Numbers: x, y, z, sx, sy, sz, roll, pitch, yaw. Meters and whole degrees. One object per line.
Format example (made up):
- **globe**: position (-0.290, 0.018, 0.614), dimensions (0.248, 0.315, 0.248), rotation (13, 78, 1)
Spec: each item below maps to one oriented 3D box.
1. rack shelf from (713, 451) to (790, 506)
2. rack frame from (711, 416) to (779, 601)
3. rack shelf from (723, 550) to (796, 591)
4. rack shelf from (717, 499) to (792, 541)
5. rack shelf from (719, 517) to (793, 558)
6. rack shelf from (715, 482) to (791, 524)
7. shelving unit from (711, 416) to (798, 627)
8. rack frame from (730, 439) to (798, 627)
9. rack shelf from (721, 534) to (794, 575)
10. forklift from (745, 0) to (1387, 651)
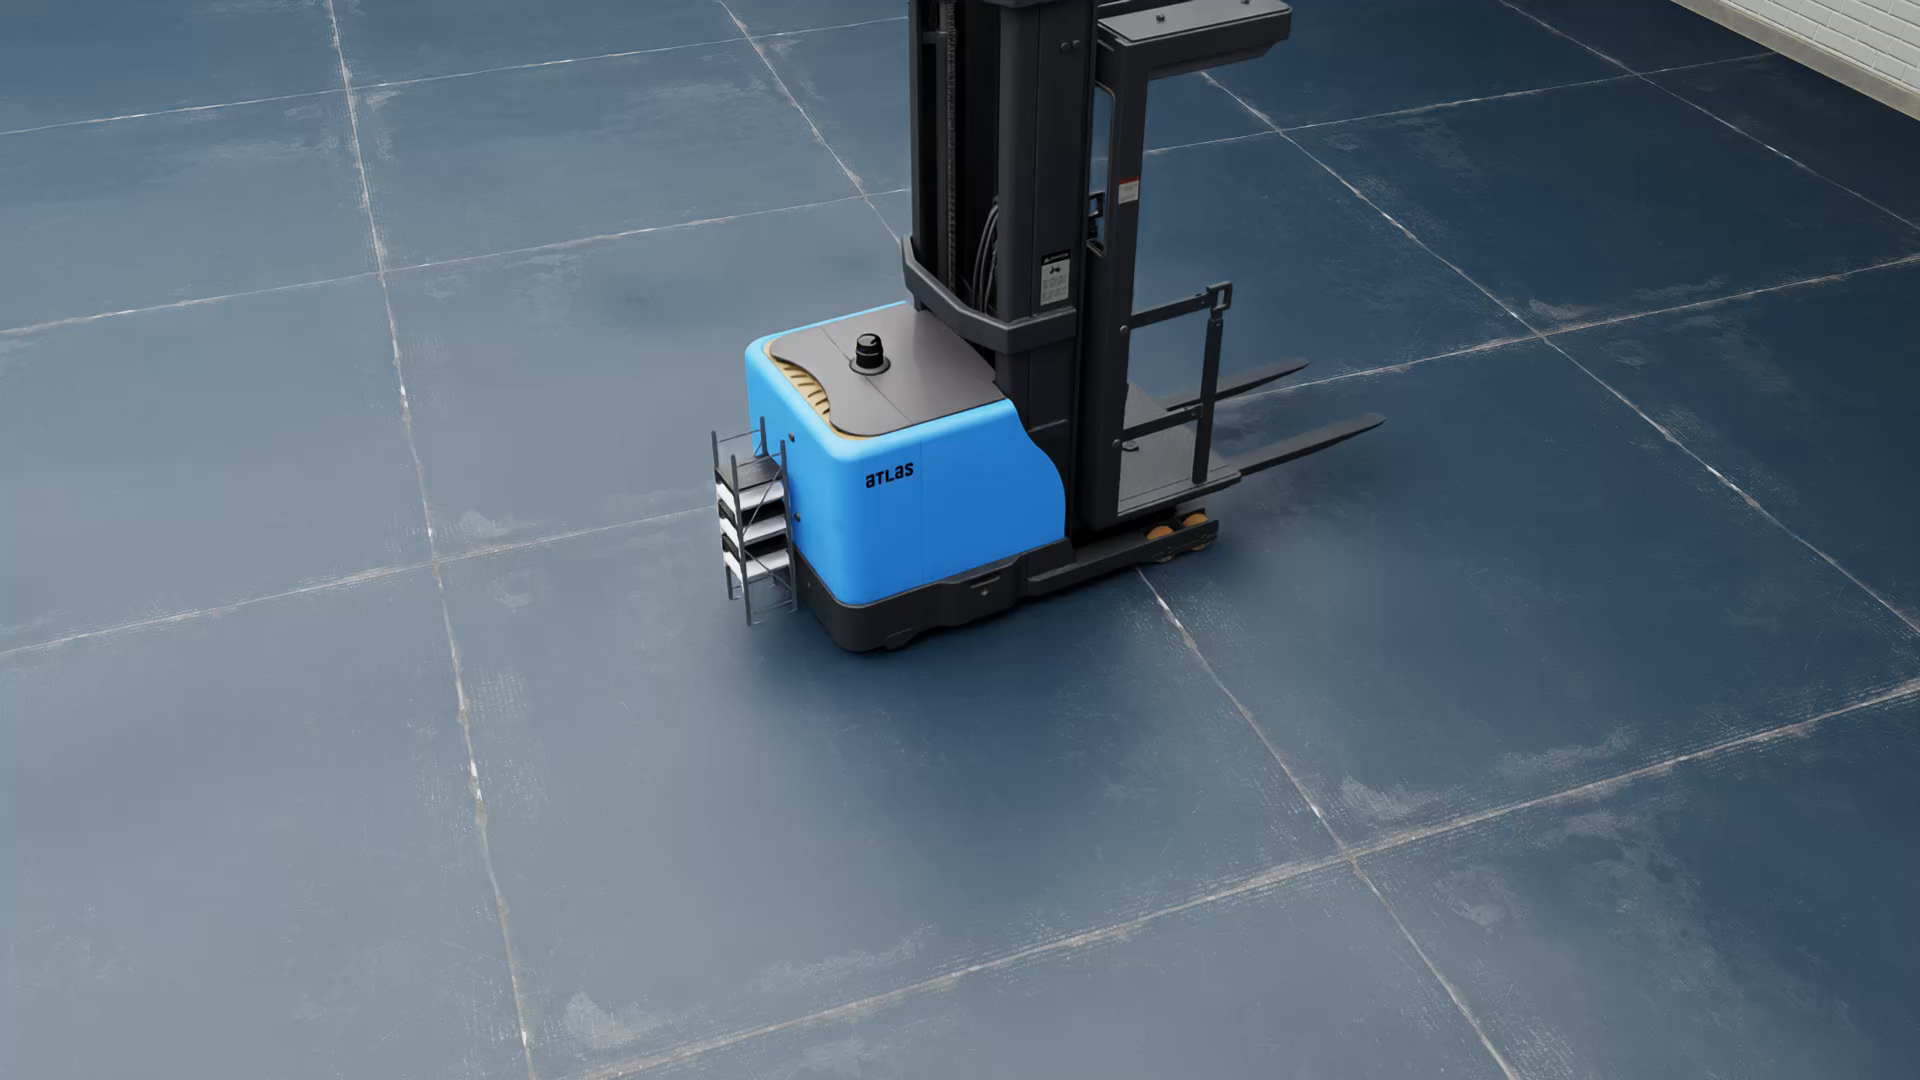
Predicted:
- **rack shelf**: position (-0.872, -0.259, 6.953), dimensions (0.258, 0.077, 0.200), rotation (-19, 41, -23)
- **rack frame**: position (-0.922, -0.123, 7.166), dimensions (0.240, 0.900, 0.006), rotation (-19, 41, -23)
- **rack shelf**: position (-0.872, 0.100, 7.224), dimensions (0.258, 0.077, 0.200), rotation (-19, 41, -23)
- **rack shelf**: position (-0.872, -0.115, 7.061), dimensions (0.258, 0.077, 0.200), rotation (-19, 41, -23)
- **rack shelf**: position (-0.872, -0.044, 7.115), dimensions (0.258, 0.077, 0.200), rotation (-19, 41, -23)
- **rack shelf**: position (-0.872, -0.187, 7.007), dimensions (0.258, 0.077, 0.200), rotation (-19, 41, -23)
- **shelving unit**: position (-0.872, -0.070, 7.095), dimensions (0.258, 0.900, 0.210), rotation (-19, 41, -23)
- **rack frame**: position (-0.821, -0.017, 7.025), dimensions (0.240, 0.900, 0.006), rotation (-19, 41, -23)
- **rack shelf**: position (-0.872, 0.028, 7.169), dimensions (0.258, 0.077, 0.200), rotation (-19, 41, -23)
- **forklift**: position (0.610, -1.331, 7.081), dimensions (3.031, 2.935, 1.130), rotation (-18, 41, -22)
